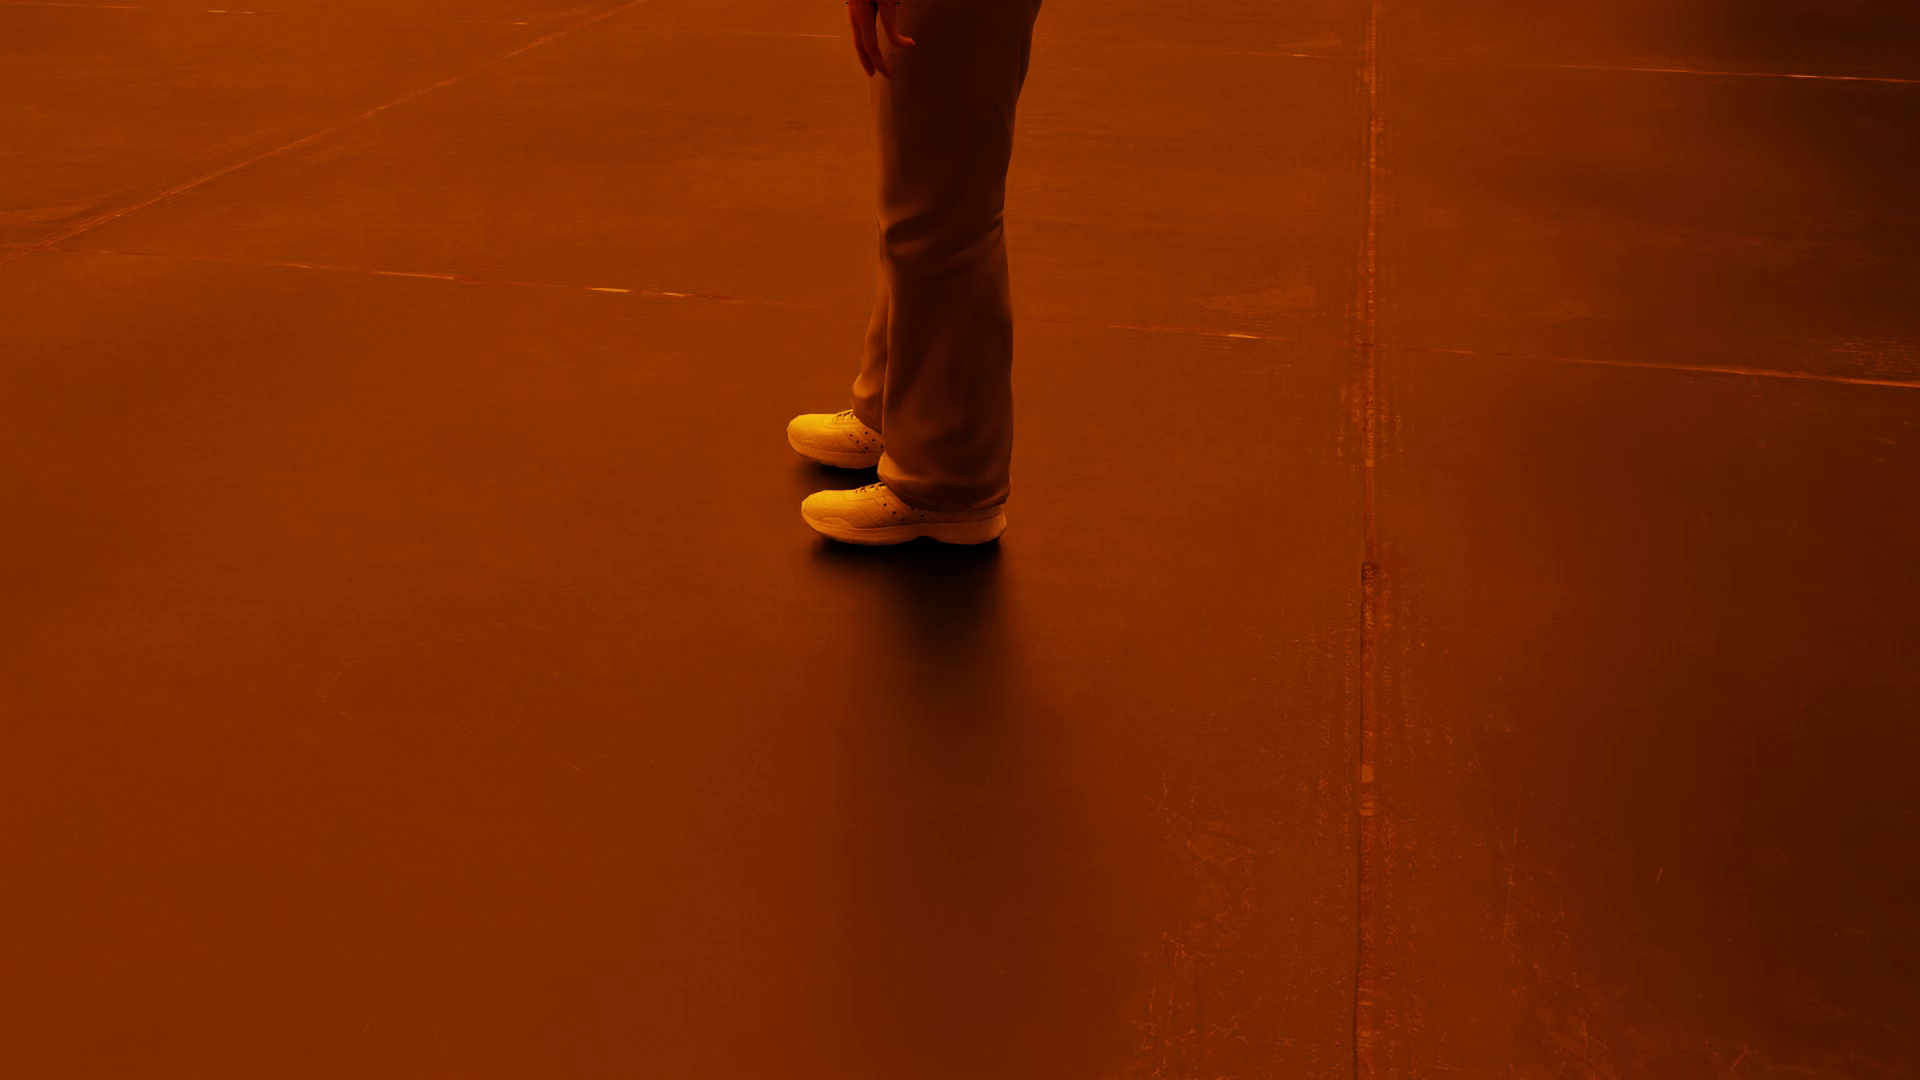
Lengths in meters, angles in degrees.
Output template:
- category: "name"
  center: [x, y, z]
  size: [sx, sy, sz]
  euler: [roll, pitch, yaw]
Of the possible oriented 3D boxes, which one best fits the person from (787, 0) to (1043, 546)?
- category: "person"
  center: [-0.069, -0.767, 2.145]
  size: [0.549, 1.675, 0.550]
  euler: [6, 27, 11]
